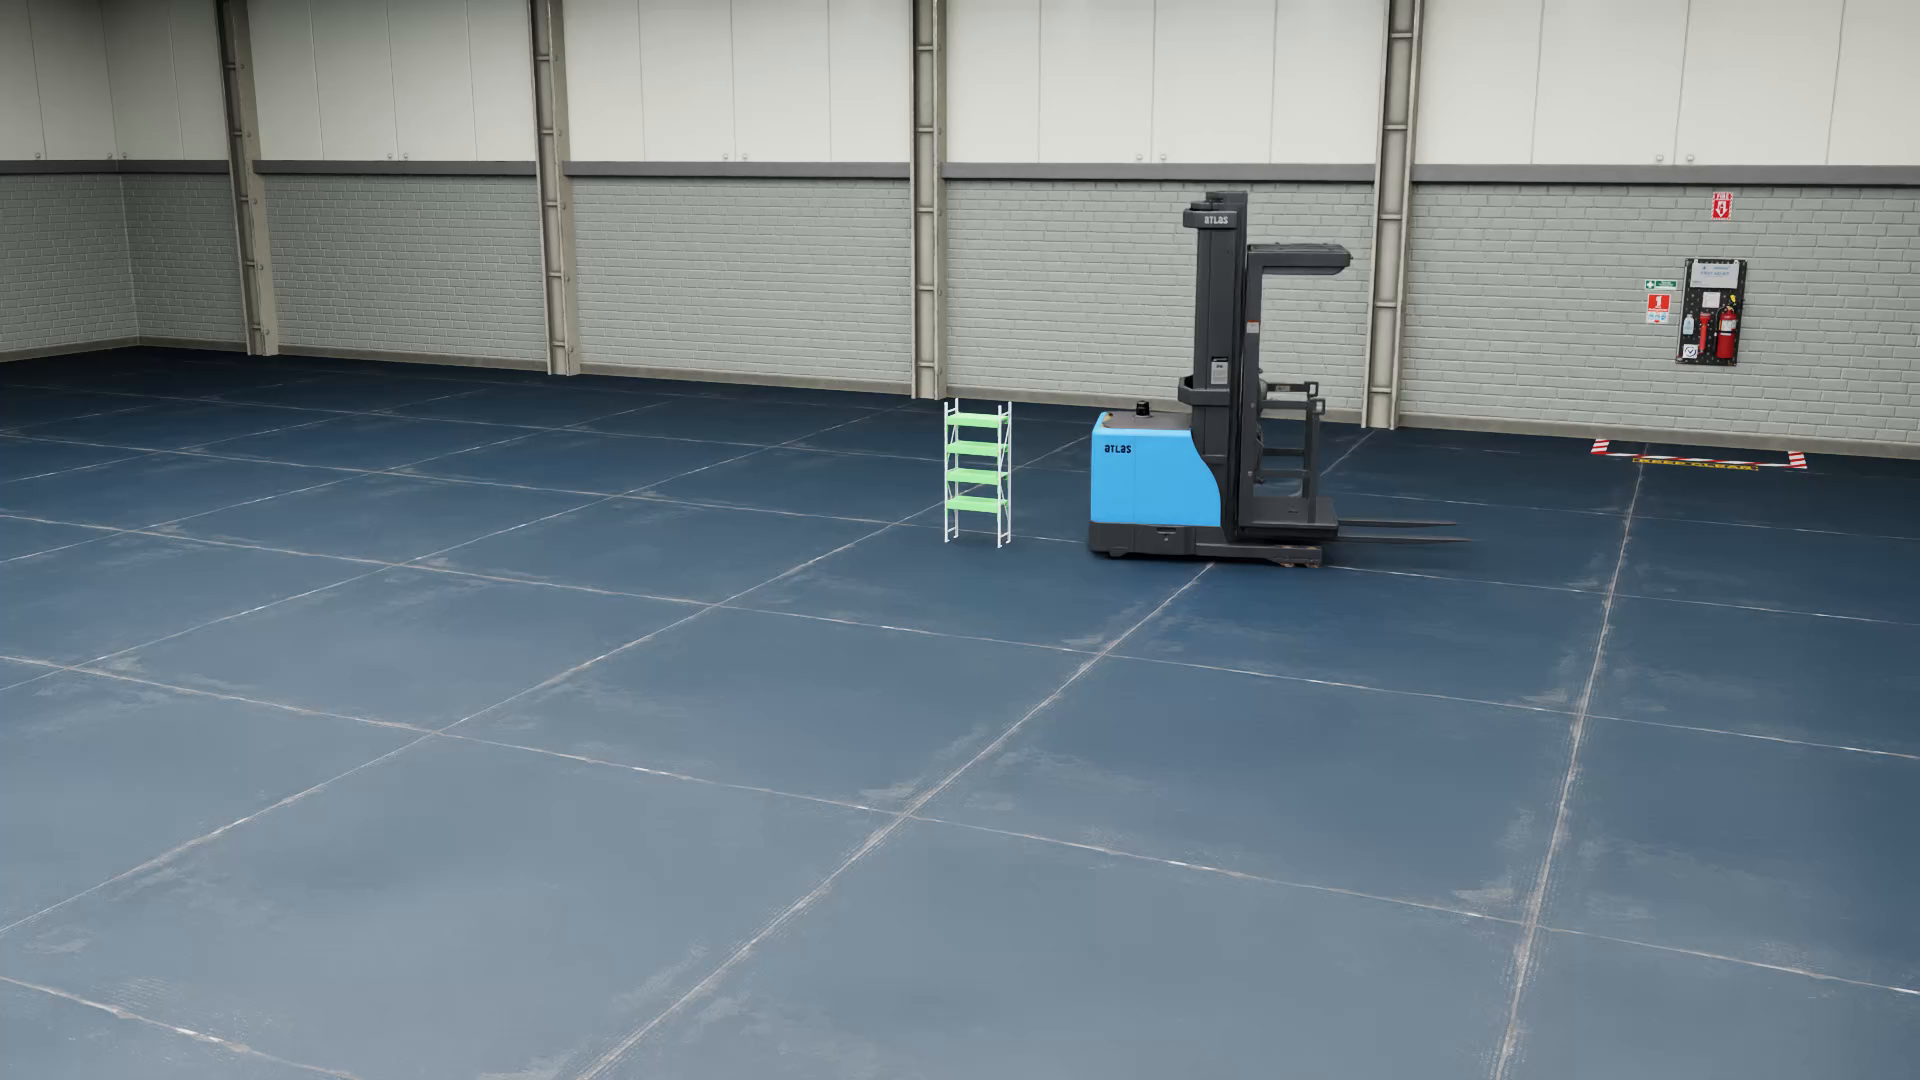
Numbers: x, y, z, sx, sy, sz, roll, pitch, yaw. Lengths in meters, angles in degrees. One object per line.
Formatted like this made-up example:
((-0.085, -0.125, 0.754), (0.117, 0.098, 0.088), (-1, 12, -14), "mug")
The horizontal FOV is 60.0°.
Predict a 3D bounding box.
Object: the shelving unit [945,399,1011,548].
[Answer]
((0.151, -0.569, 14.052), (0.503, 1.200, 0.258), (6, 14, 23), "shelving unit")

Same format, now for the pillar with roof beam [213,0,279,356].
((-13.128, -6.517, 22.330), (0.400, 9.000, 9.100), (6, 14, 23), "pillar with roof beam")

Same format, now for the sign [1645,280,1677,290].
((7.851, -2.857, 18.627), (0.331, 0.109, 0.001), (6, 14, 23), "sign")

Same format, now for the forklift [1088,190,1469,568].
((2.616, -1.334, 13.526), (3.031, 2.935, 1.130), (2, 13, 9), "forklift")

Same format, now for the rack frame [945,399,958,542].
((-0.072, -0.591, 14.149), (0.015, 1.200, 0.240), (6, 14, 23), "rack frame")

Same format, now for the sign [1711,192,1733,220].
((8.347, -3.662, 18.218), (0.199, 0.298, 0.001), (6, 14, 23), "sign")

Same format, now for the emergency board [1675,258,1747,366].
((8.315, -2.511, 18.391), (0.643, 1.169, 0.194), (6, 14, 23), "emergency board")

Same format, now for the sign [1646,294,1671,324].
((7.851, -2.601, 18.697), (0.234, 0.329, 0.001), (6, 14, 23), "sign")

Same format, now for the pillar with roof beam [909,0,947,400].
((-2.157, -5.407, 17.598), (0.400, 9.000, 9.100), (6, 14, 23), "pillar with roof beam")

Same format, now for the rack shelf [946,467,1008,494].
((0.151, -0.507, 14.067), (0.480, 0.148, 0.258), (6, 14, 23), "rack shelf")

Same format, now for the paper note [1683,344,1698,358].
((8.181, -2.113, 18.623), (0.142, 0.148, 0.016), (6, 14, 23), "paper note")

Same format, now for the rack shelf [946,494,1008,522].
((0.151, -0.273, 14.122), (0.480, 0.148, 0.258), (6, 14, 23), "rack shelf")

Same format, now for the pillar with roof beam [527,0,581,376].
((-7.643, -5.962, 19.964), (0.400, 9.000, 9.100), (6, 14, 23), "pillar with roof beam")

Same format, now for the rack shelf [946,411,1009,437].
((0.151, -0.974, 13.957), (0.480, 0.148, 0.258), (6, 14, 23), "rack shelf")

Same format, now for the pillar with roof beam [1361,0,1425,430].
((3.329, -4.851, 15.232), (0.400, 9.000, 9.100), (6, 14, 23), "pillar with roof beam")

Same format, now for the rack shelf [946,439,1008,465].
((0.151, -0.740, 14.012), (0.480, 0.148, 0.258), (6, 14, 23), "rack shelf")

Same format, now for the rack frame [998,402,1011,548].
((0.374, -0.546, 13.956), (0.015, 1.200, 0.240), (6, 14, 23), "rack frame")
